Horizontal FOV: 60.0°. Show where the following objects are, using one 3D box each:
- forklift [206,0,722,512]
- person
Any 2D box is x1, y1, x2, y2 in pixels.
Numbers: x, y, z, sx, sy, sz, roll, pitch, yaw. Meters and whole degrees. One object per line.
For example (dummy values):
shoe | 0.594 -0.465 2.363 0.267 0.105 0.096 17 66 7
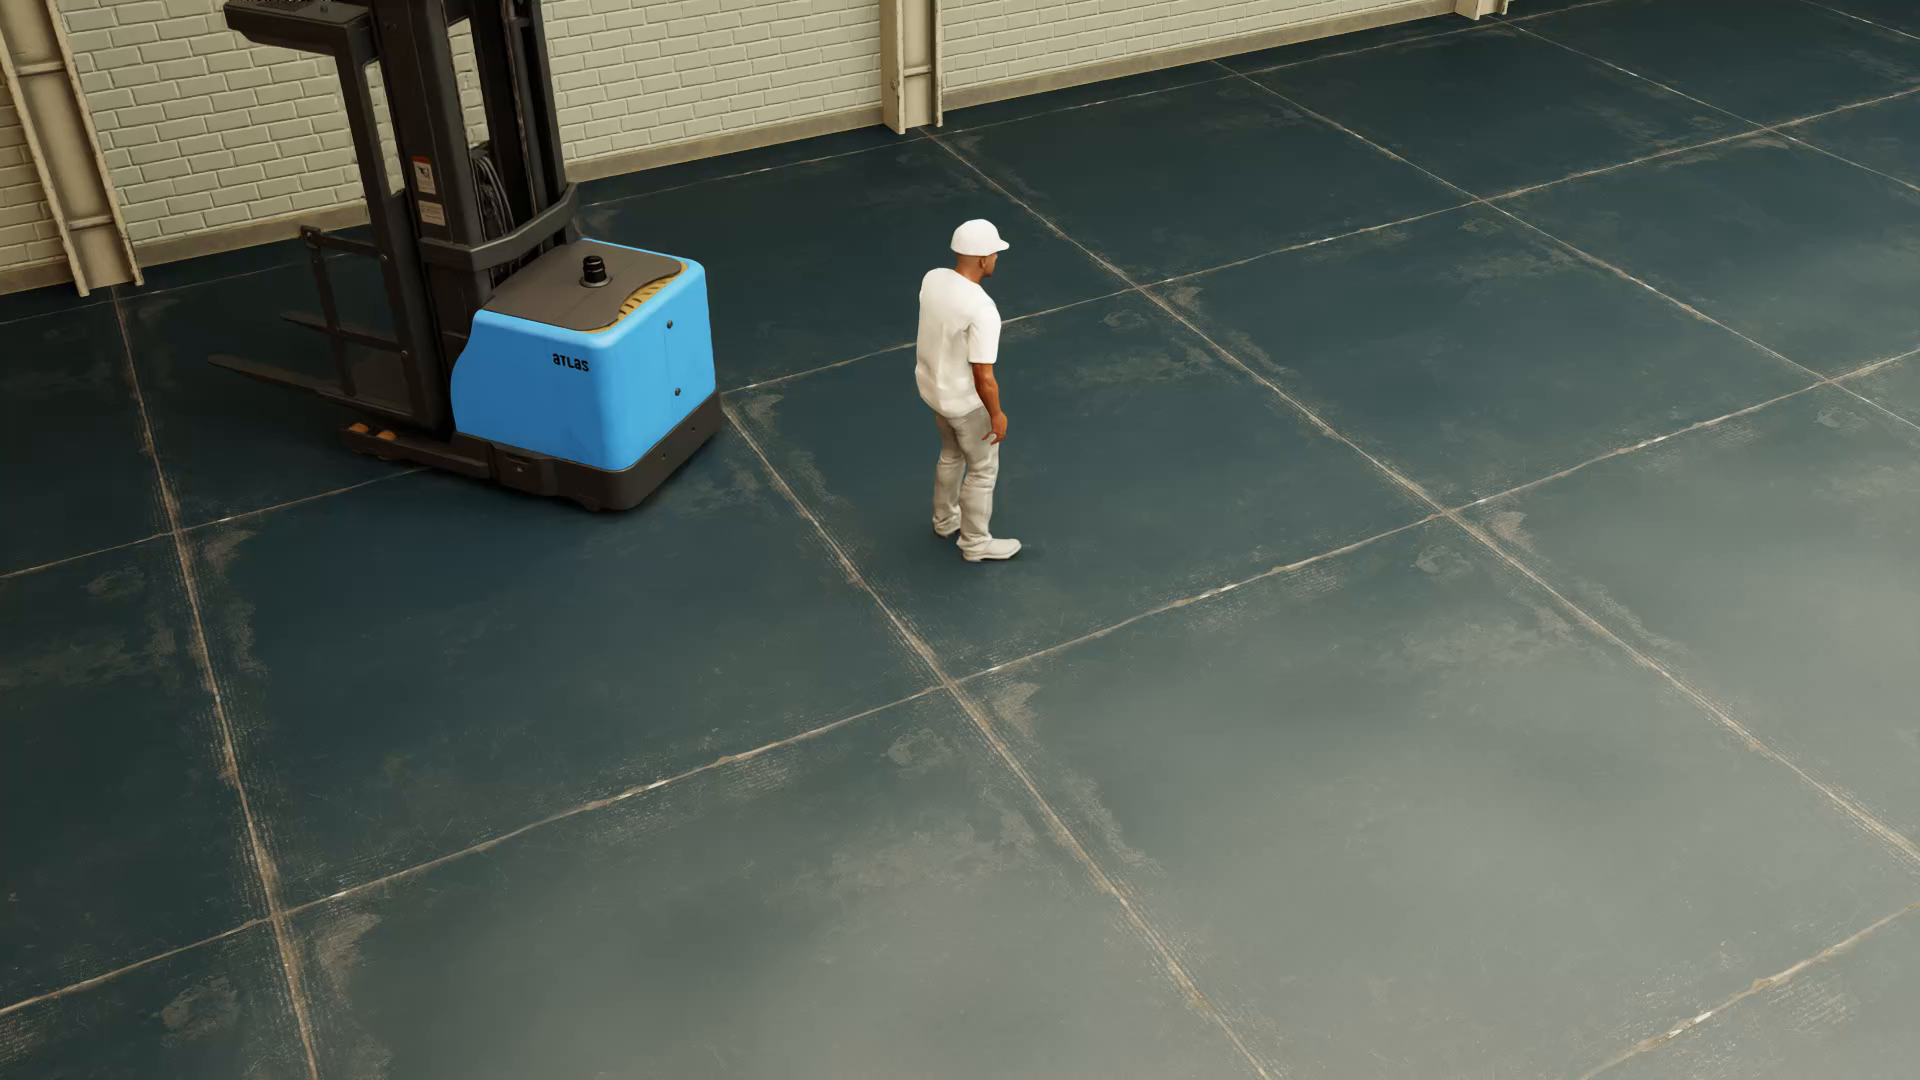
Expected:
forklift | -2.919 -1.903 8.815 3.031 2.935 1.130 14 38 19
person | 0.031 -0.732 8.177 0.460 1.760 0.626 -18 39 -24
